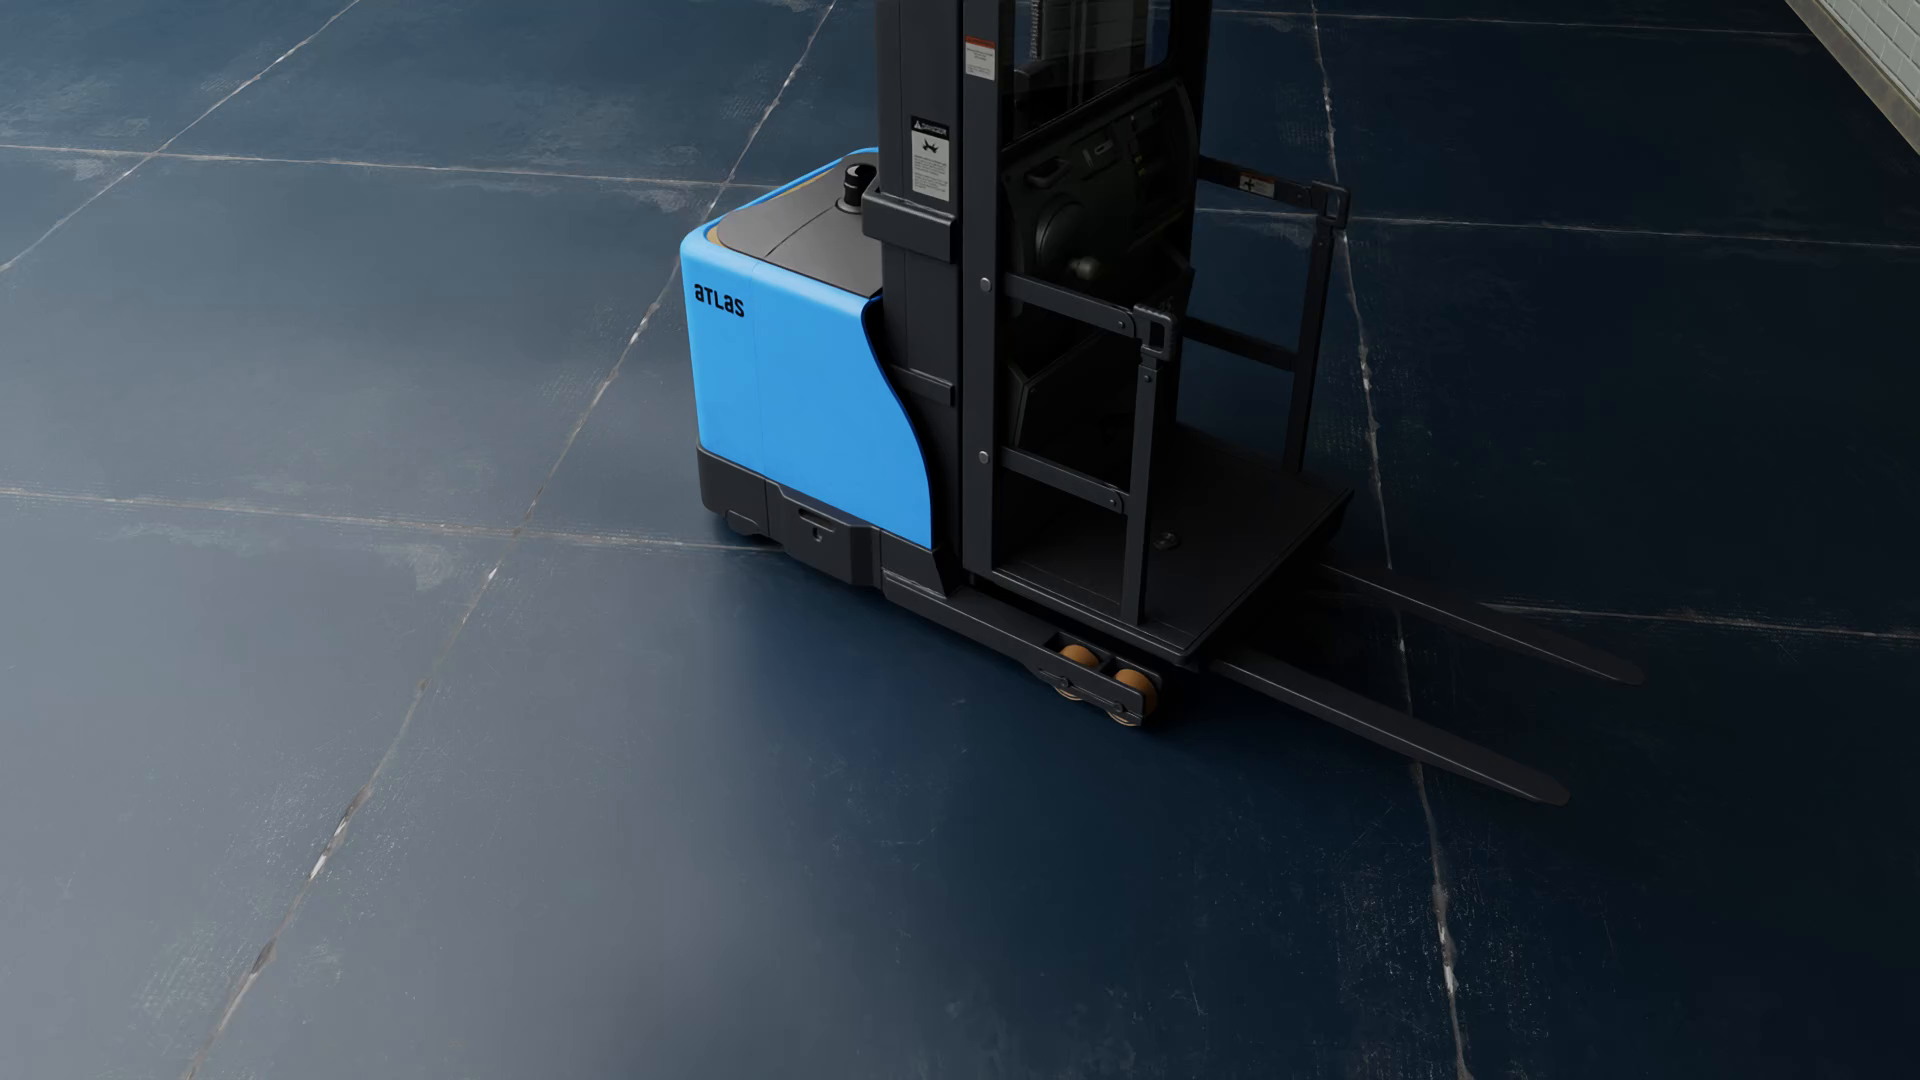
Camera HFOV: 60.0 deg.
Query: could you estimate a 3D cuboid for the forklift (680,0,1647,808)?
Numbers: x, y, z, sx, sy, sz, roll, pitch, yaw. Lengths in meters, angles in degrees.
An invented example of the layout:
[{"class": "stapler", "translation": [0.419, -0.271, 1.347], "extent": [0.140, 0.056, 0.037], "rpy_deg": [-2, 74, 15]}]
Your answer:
[{"class": "forklift", "translation": [0.579, -0.990, 4.614], "extent": [3.031, 2.935, 1.130], "rpy_deg": [23, 42, 29]}]
